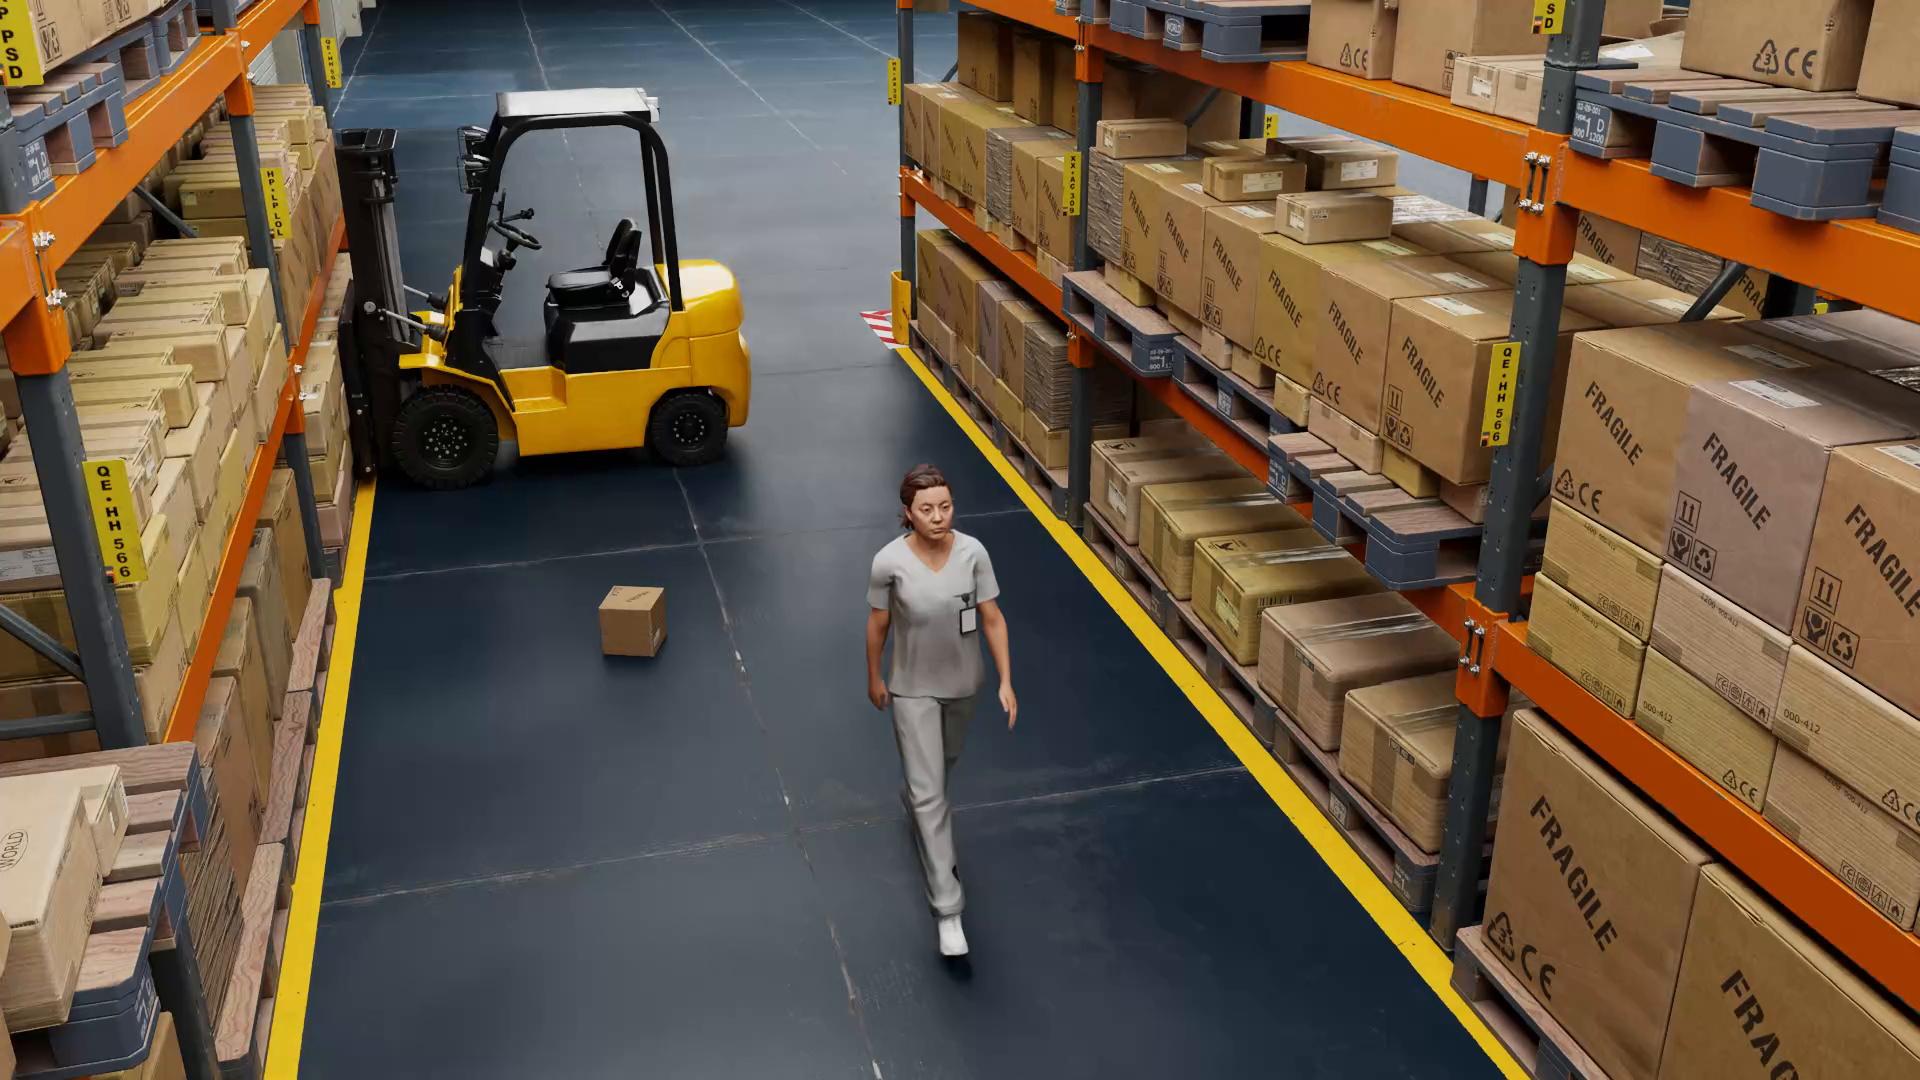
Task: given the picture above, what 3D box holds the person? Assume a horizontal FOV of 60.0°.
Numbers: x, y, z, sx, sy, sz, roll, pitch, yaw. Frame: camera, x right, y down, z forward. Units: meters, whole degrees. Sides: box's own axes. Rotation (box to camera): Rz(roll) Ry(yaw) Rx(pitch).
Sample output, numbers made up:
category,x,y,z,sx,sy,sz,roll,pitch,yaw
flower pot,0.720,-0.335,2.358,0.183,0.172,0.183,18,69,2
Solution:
category,x,y,z,sx,sy,sz,roll,pitch,yaw
person,-0.054,0.531,5.844,0.459,1.586,1.029,-8,24,-19
